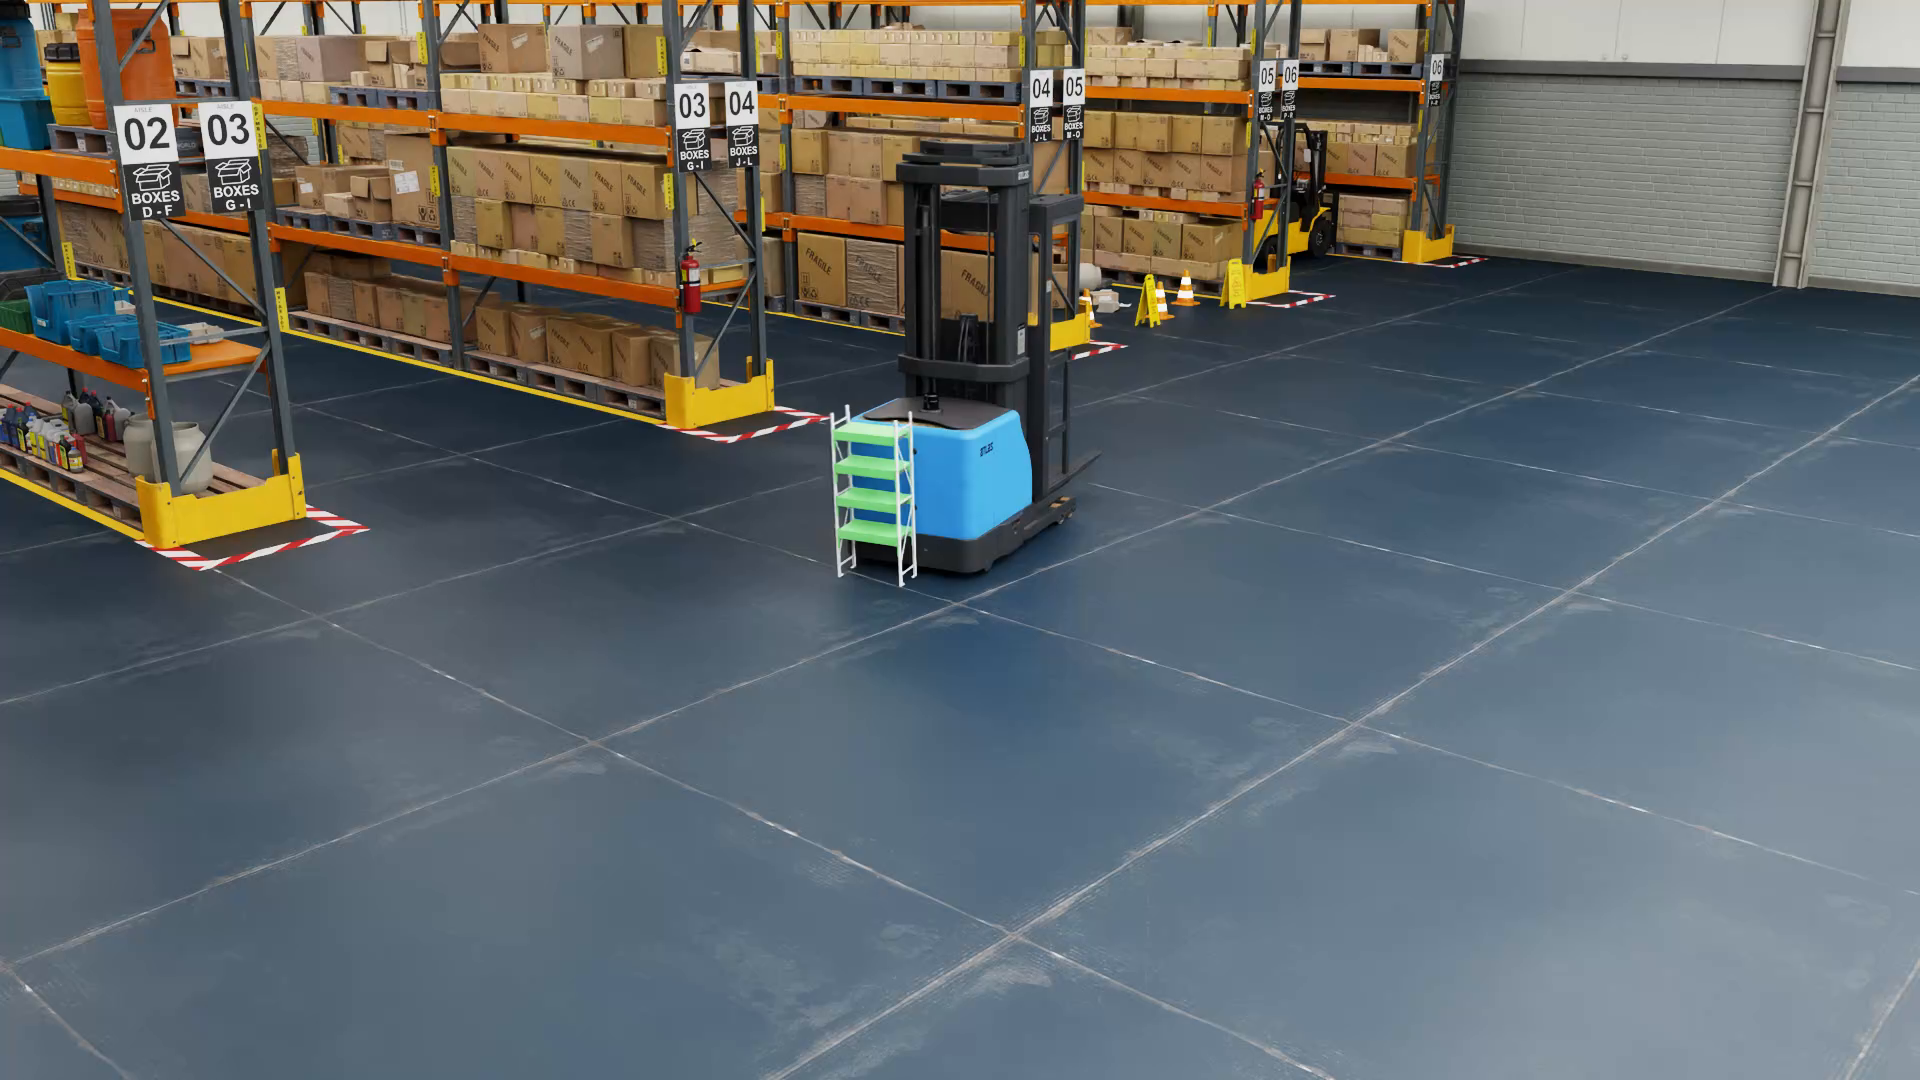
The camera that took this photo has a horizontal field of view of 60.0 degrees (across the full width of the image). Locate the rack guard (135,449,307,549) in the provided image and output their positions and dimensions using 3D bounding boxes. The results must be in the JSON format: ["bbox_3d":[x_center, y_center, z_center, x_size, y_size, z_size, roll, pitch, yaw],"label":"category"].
[{"bbox_3d":[-5.679,-0.330,12.825,0.348,0.500,1.175,15,23,39],"label":"rack guard"}]

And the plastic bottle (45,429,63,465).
[{"bbox_3d":[-7.530,-0.783,13.894,0.135,0.276,0.152,14,22,38],"label":"plastic bottle"}]

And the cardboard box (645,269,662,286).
[{"bbox_3d":[-2.840,-2.579,16.193,0.250,0.149,0.380,15,23,39],"label":"cardboard box"}]

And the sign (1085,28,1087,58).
[{"bbox_3d":[1.437,-5.748,19.230,0.005,0.325,0.100,15,23,39],"label":"sign"}]

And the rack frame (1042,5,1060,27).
[{"bbox_3d":[1.583,-10.469,30.723,0.127,3.000,1.000,15,23,39],"label":"rack frame"}]

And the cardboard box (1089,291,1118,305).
[{"bbox_3d":[1.954,-3.327,22.848,0.380,0.149,0.250,-6,18,-18],"label":"cardboard box"}]

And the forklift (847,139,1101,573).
[{"bbox_3d":[0.268,-1.570,12.712,1.130,2.935,3.031,8,19,24],"label":"forklift"}]

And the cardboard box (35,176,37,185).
[{"bbox_3d":[-13.840,-5.482,25.341,0.250,0.149,0.380,14,23,38],"label":"cardboard box"}]

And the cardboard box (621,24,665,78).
[{"bbox_3d":[-3.235,-4.854,16.506,0.500,0.500,0.500,15,23,39],"label":"cardboard box"}]

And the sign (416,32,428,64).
[{"bbox_3d":[-5.661,-5.178,17.505,0.005,0.325,0.100,15,23,39],"label":"sign"}]

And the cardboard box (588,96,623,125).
[{"bbox_3d":[-3.208,-4.135,15.970,0.500,0.250,0.500,15,23,40],"label":"cardboard box"}]

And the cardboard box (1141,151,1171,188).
[{"bbox_3d":[2.942,-5.319,23.754,0.500,0.500,0.500,15,23,39],"label":"cardboard box"}]

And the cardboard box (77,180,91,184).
[{"bbox_3d":[-12.554,-5.352,24.274,0.500,0.250,0.500,16,23,40],"label":"cardboard box"}]

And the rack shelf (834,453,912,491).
[{"bbox_3d":[-0.601,-0.473,11.519,0.480,0.148,0.258,8,22,24],"label":"rack shelf"}]

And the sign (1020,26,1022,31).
[{"bbox_3d":[0.917,-7.420,24.570,0.005,0.325,0.100,15,23,39],"label":"sign"}]

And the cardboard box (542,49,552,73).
[{"bbox_3d":[-5.898,-6.978,24.515,0.500,0.500,0.500,15,23,39],"label":"cardboard box"}]

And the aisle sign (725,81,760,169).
[{"bbox_3d":[-2.058,-3.932,15.745,0.004,0.787,0.394,15,23,39],"label":"aisle sign"}]

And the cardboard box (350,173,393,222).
[{"bbox_3d":[-6.653,-4.017,19.446,0.797,0.503,0.637,-15,23,-40],"label":"cardboard box"}]

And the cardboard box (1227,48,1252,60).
[{"bbox_3d":[3.825,-6.571,22.496,0.250,0.149,0.380,15,23,40],"label":"cardboard box"}]

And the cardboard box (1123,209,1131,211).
[{"bbox_3d":[2.285,-4.770,25.295,0.500,0.500,0.500,16,23,40],"label":"cardboard box"}]

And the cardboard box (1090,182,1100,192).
[{"bbox_3d":[2.129,-5.238,24.572,0.250,0.149,0.380,15,23,39],"label":"cardboard box"}]

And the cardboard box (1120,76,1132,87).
[{"bbox_3d":[2.508,-6.564,23.793,0.250,0.149,0.380,15,23,40],"label":"cardboard box"}]

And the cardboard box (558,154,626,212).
[{"bbox_3d":[-3.629,-3.558,16.554,0.500,0.500,0.500,15,23,39],"label":"cardboard box"}]

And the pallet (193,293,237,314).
[{"bbox_3d":[-9.735,-3.335,22.771,1.213,0.211,1.003,15,23,39],"label":"pallet"}]

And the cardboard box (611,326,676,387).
[{"bbox_3d":[-3.229,-1.888,17.039,0.500,0.500,0.500,-11,21,-31],"label":"cardboard box"}]

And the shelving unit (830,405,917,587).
[{"bbox_3d":[-0.597,-0.308,11.579,0.503,1.200,0.258,8,22,24],"label":"shelving unit"}]

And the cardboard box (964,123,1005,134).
[{"bbox_3d":[0.413,-6.212,25.877,0.500,0.500,0.500,15,23,40],"label":"cardboard box"}]

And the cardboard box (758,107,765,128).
[{"bbox_3d":[-3.400,-7.360,29.027,0.500,0.500,0.500,15,23,38],"label":"cardboard box"}]

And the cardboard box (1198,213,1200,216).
[{"bbox_3d":[4.177,-5.977,29.718,0.625,0.625,0.875,16,24,42],"label":"cardboard box"}]

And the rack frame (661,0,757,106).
[{"bbox_3d":[-2.304,-5.497,15.056,0.127,3.000,1.000,15,23,39],"label":"rack frame"}]

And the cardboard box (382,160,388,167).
[{"bbox_3d":[-9.497,-6.331,28.017,0.250,0.149,0.380,16,23,40],"label":"cardboard box"}]

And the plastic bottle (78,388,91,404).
[{"bbox_3d":[-7.910,-1.203,15.095,0.185,0.351,0.144,14,23,38],"label":"plastic bottle"}]

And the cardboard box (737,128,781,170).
[{"bbox_3d":[-2.689,-5.268,22.434,0.500,0.500,0.700,15,23,38],"label":"cardboard box"}]

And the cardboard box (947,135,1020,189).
[{"bbox_3d":[0.340,-4.498,19.794,0.550,0.550,0.875,15,23,39],"label":"cardboard box"}]

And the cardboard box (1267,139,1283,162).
[{"bbox_3d":[5.513,-6.504,27.981,0.500,0.500,0.500,15,23,39],"label":"cardboard box"}]

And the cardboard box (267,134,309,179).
[{"bbox_3d":[-8.823,-4.920,21.332,0.637,0.503,0.797,16,24,41],"label":"cardboard box"}]

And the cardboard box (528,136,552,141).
[{"bbox_3d":[-6.507,-6.214,25.972,0.250,0.149,0.380,14,22,37],"label":"cardboard box"}]

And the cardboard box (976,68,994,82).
[{"bbox_3d":[0.403,-5.338,19.070,0.250,0.149,0.380,15,23,40],"label":"cardboard box"}]

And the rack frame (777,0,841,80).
[{"bbox_3d":[-1.928,-7.402,21.059,0.127,3.000,1.000,15,23,39],"label":"rack frame"}]

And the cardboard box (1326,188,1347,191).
[{"bbox_3d":[6.211,-5.816,28.176,0.500,0.250,0.500,14,23,38],"label":"cardboard box"}]

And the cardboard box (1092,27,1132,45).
[{"bbox_3d":[2.724,-8.930,29.807,0.500,0.500,0.500,16,23,41],"label":"cardboard box"}]

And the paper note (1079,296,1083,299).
[{"bbox_3d":[1.710,-3.403,23.303,0.148,0.019,0.142,-9,20,-27],"label":"paper note"}]

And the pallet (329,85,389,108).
[{"bbox_3d":[-6.464,-5.136,19.189,1.003,0.211,1.213,15,23,39],"label":"pallet"}]

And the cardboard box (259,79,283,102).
[{"bbox_3d":[-8.105,-5.450,20.115,0.500,0.250,0.500,16,23,40],"label":"cardboard box"}]

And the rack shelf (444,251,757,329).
[{"bbox_3d":[-3.800,-2.696,17.338,4.000,0.370,1.077,15,23,39],"label":"rack shelf"}]

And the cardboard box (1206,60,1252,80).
[{"bbox_3d":[3.713,-6.421,22.684,0.500,0.250,0.500,15,23,39],"label":"cardboard box"}]

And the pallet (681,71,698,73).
[{"bbox_3d":[-4.403,-6.568,23.702,1.003,0.211,1.213,16,24,42],"label":"pallet"}]

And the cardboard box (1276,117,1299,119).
[{"bbox_3d":[5.609,-7.163,28.495,0.250,0.149,0.380,14,23,38],"label":"cardboard box"}]

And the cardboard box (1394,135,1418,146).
[{"bbox_3d":[7.121,-6.366,26.476,0.250,0.149,0.380,15,23,40],"label":"cardboard box"}]

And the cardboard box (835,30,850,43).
[{"bbox_3d":[-1.310,-6.178,20.397,0.250,0.149,0.380,15,23,38],"label":"cardboard box"}]

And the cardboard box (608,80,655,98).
[{"bbox_3d":[-3.113,-4.280,15.769,0.250,0.149,0.380,14,22,37],"label":"cardboard box"}]
